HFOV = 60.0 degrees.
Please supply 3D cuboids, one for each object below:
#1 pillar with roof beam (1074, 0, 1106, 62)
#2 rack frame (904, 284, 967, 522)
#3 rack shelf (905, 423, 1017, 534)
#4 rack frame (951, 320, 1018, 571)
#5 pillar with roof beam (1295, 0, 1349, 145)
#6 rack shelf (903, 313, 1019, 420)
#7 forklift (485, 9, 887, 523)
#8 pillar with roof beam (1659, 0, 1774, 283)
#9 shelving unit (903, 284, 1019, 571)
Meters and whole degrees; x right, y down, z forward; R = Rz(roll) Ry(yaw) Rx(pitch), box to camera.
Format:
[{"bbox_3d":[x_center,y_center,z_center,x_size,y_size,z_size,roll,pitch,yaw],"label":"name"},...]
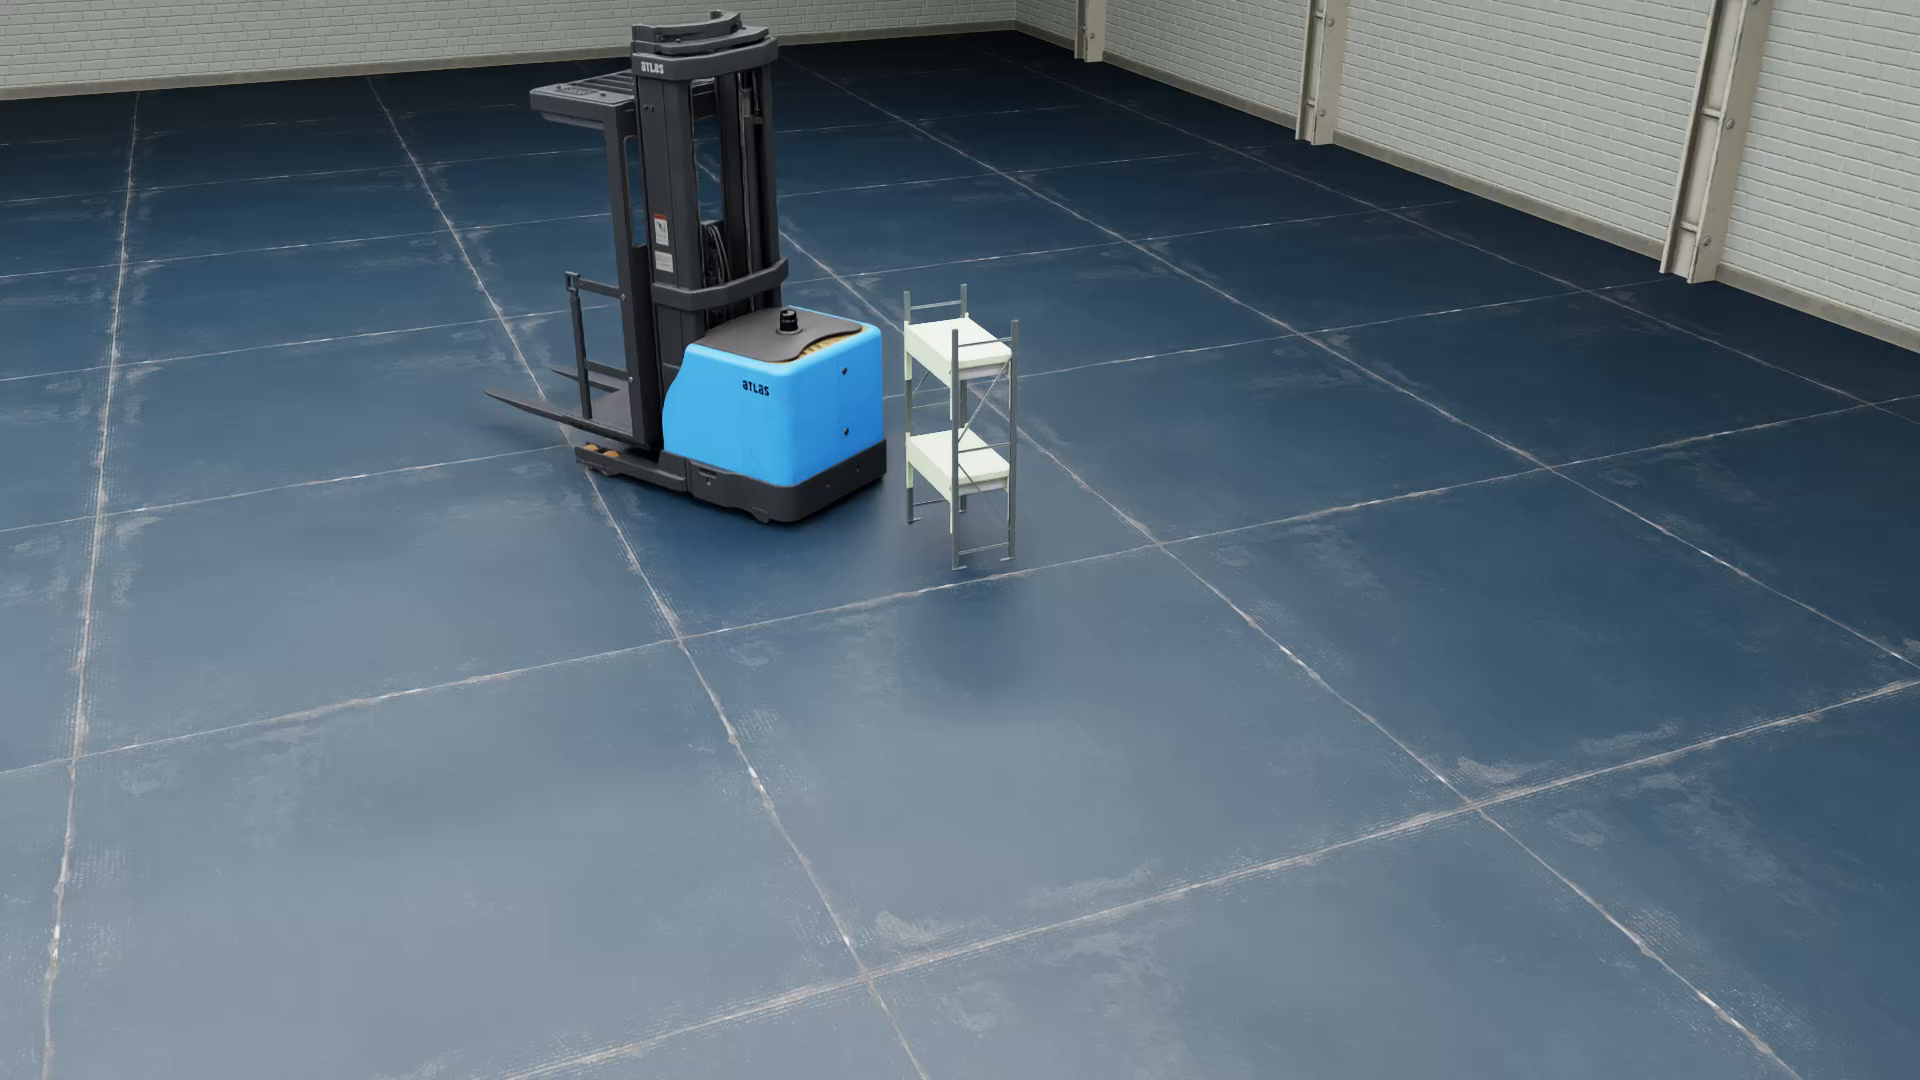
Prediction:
[{"bbox_3d":[-2.008,-10.566,21.633,9.100,9.000,0.400,-11,28,-21],"label":"pillar with roof beam"},{"bbox_3d":[-0.146,-0.824,10.229,0.400,1.500,0.023,-11,28,-21],"label":"rack frame"},{"bbox_3d":[-0.003,-0.384,10.069,0.431,0.370,0.720,-11,28,-21],"label":"rack shelf"},{"bbox_3d":[0.141,-0.529,9.624,0.400,1.500,0.023,-11,28,-21],"label":"rack frame"},{"bbox_3d":[0.342,-8.143,16.672,9.100,9.000,0.400,-11,28,-21],"label":"pillar with roof beam"},{"bbox_3d":[-0.003,-1.027,9.755,0.431,0.370,0.720,-11,28,-21],"label":"rack shelf"},{"bbox_3d":[-1.981,-1.916,10.833,3.031,2.935,1.130,17,31,31],"label":"forklift"},{"bbox_3d":[2.691,-5.721,11.711,9.100,9.000,0.400,-11,28,-21],"label":"pillar with roof beam"},{"bbox_3d":[-0.003,-0.677,9.926,0.431,1.500,0.755,-11,28,-21],"label":"shelving unit"}]
